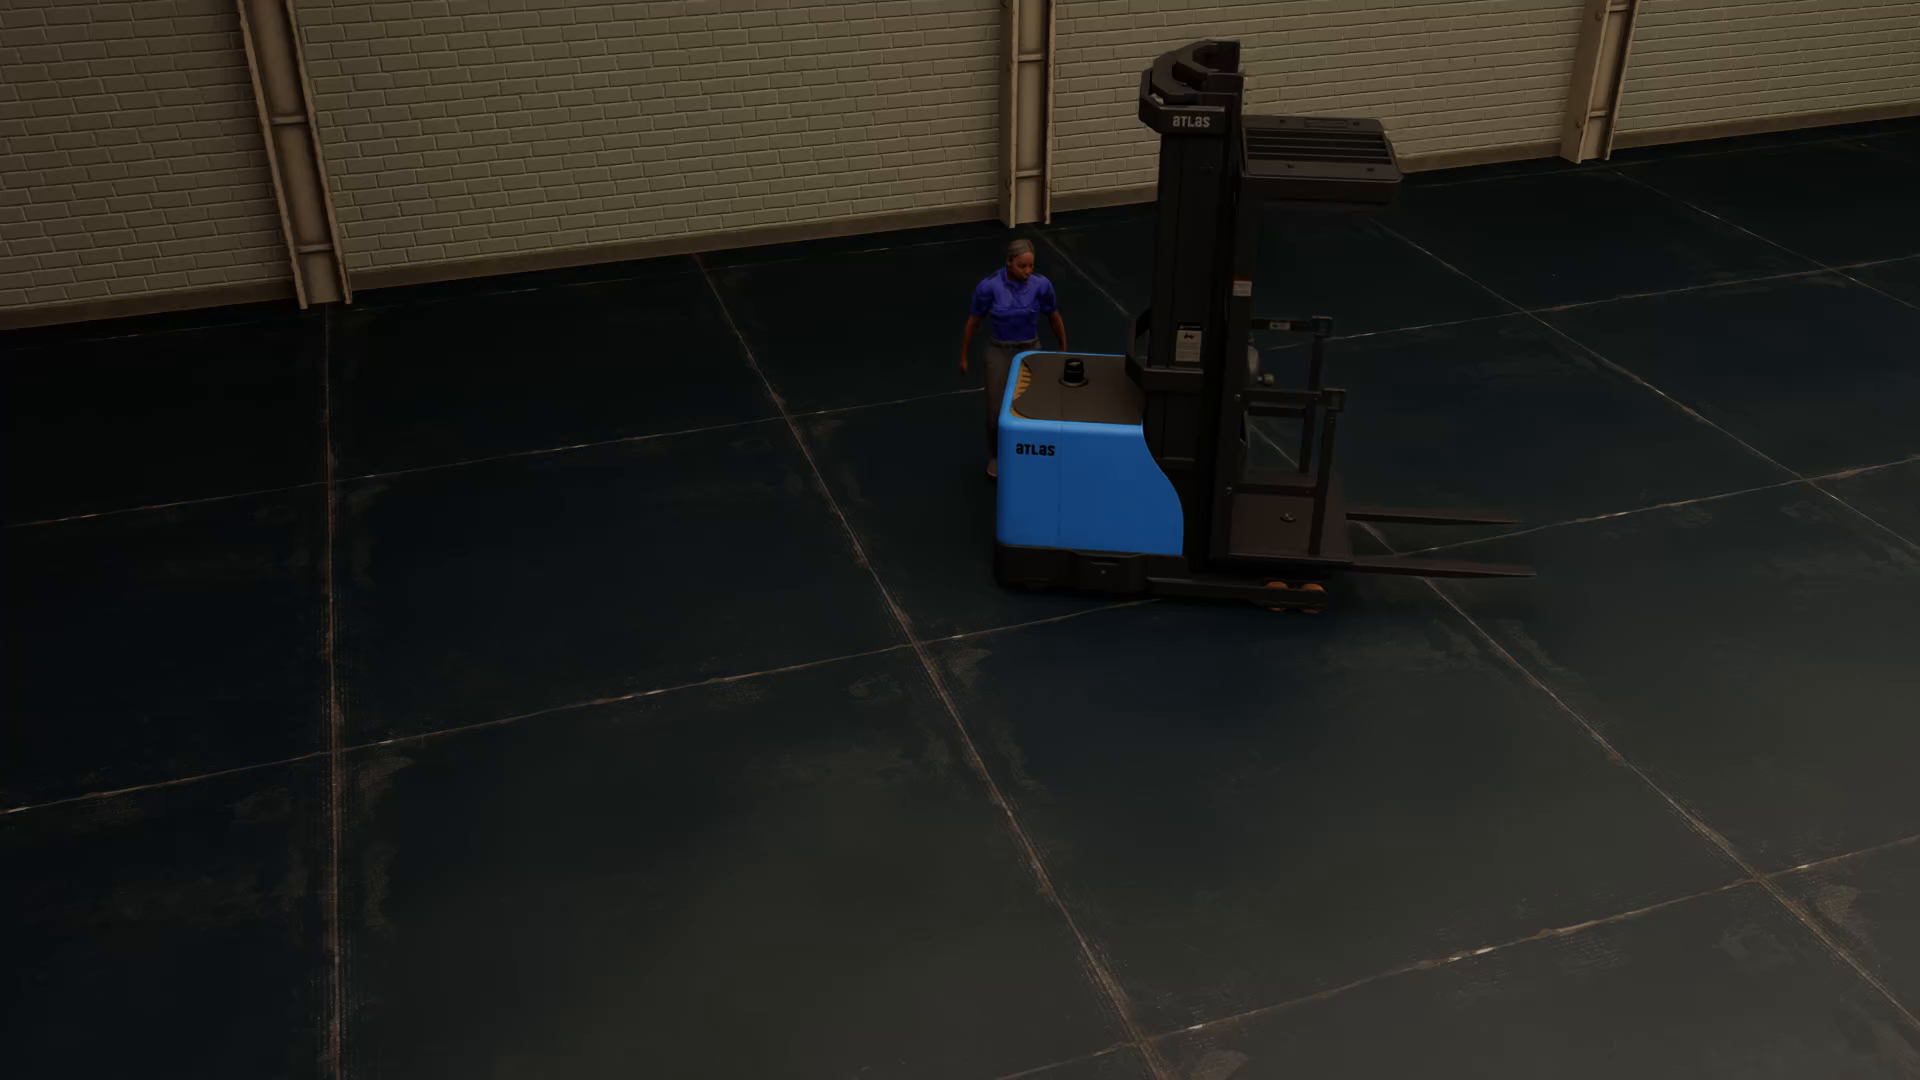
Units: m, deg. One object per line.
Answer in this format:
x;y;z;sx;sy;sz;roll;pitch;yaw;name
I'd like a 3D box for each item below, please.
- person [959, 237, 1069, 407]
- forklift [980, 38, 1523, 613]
0.373;-1.132;10.366;0.741;1.629;0.355;-5;30;-8;person
1.673;-1.145;9.077;3.031;2.935;1.130;3;30;6;forklift
